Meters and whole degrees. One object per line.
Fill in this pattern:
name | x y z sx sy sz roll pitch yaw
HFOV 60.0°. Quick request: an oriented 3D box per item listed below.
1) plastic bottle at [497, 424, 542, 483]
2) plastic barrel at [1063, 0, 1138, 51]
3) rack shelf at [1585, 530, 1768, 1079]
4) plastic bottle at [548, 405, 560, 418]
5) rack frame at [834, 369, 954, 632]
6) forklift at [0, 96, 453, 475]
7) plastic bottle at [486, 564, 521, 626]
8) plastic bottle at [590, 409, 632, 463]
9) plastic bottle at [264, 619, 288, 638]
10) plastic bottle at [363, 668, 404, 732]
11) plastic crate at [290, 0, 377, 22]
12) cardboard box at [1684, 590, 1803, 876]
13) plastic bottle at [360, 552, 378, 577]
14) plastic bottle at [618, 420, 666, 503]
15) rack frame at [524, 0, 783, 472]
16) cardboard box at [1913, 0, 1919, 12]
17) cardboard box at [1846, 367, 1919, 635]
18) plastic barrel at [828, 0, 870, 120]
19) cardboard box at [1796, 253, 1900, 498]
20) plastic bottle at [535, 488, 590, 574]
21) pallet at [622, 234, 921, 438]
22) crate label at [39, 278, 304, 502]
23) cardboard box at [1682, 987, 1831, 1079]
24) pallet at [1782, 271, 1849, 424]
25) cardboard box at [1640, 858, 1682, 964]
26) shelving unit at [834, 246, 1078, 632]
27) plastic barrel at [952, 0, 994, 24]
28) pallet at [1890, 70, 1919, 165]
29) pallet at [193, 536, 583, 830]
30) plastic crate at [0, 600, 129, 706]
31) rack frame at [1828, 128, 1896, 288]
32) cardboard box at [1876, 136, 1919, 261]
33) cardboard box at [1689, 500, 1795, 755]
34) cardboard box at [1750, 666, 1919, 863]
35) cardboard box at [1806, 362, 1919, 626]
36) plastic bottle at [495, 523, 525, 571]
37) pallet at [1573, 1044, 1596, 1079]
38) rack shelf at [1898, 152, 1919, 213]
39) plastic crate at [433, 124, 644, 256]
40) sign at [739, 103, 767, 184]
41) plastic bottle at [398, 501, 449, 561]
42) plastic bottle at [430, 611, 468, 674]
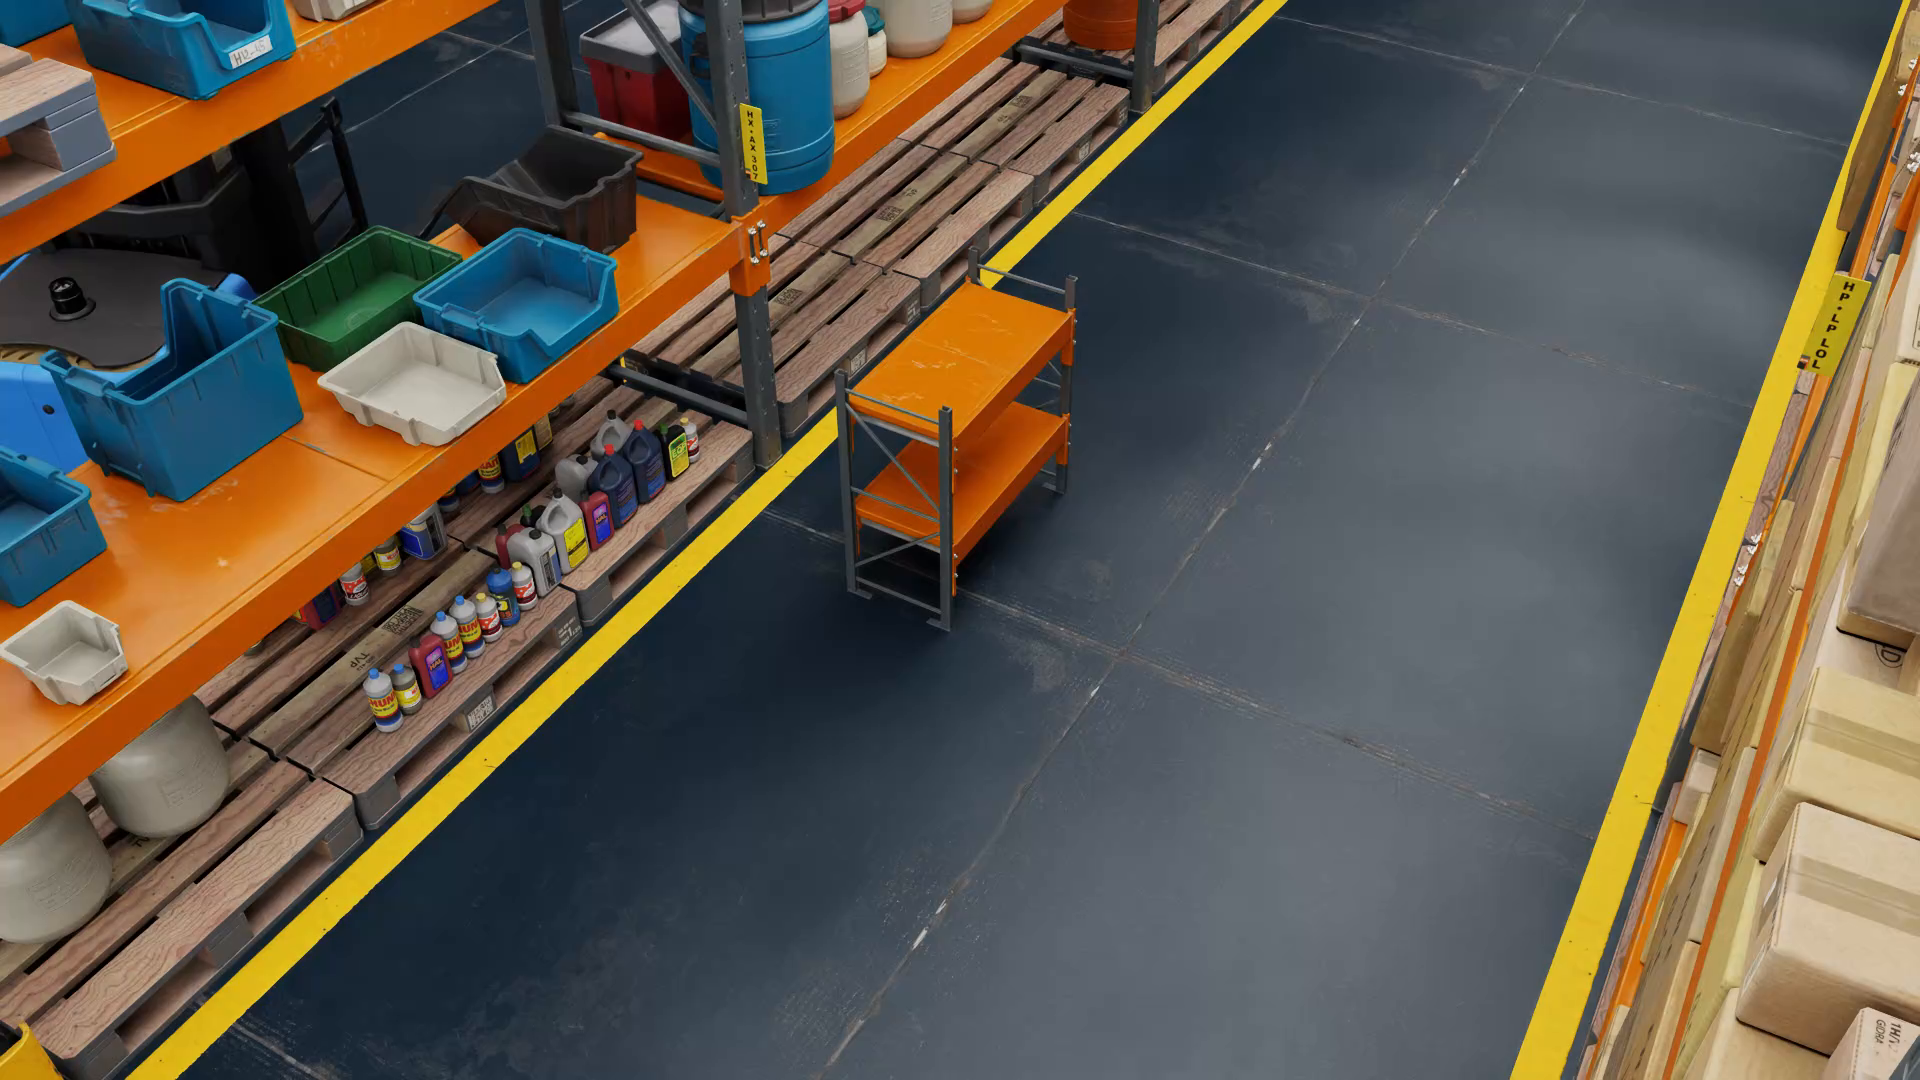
plastic bottle | -1.921 -0.438 7.149 0.144 0.351 0.185 21 45 22
plastic barrel | 0.949 -3.557 10.344 0.600 0.830 0.708 21 45 22
rack shelf | 2.005 1.413 3.920 1.077 0.370 4.000 21 45 22
plastic bottle | -1.872 -0.659 7.513 0.097 0.201 0.097 0 41 0
rack frame | -0.251 -0.135 6.552 0.500 1.125 0.032 21 45 22
forklift | -3.345 -1.915 7.207 1.130 2.935 3.031 6 42 7
plastic bottle | -1.784 0.204 6.480 0.097 0.271 0.097 0 41 0
plastic bottle | -1.480 -0.394 7.100 0.144 0.351 0.185 21 45 22
plastic bottle | -2.702 0.235 6.436 0.061 0.283 0.133 22 46 23
plastic bottle | -2.107 0.574 6.060 0.097 0.271 0.097 0 41 0
plastic crate | -1.736 -1.614 4.743 0.243 0.136 0.396 21 45 22
cardboard box | 1.820 0.510 3.344 0.500 0.500 0.500 21 45 22
plastic bottle | -2.446 -0.028 6.684 0.144 0.351 0.185 23 46 24
plastic bottle | -1.355 -0.347 7.045 0.144 0.351 0.185 20 45 21
rack frame | -1.282 -1.639 6.842 1.000 3.000 0.127 21 45 22
cardboard box | 5.824 -2.546 9.161 1.225 0.875 0.875 21 46 22
cardboard box | 1.561 -0.146 2.197 0.500 0.500 0.500 21 45 22
plastic barrel | -0.614 -2.165 7.336 0.433 0.535 0.433 0 41 0
cardboard box | 2.561 -0.352 4.323 0.500 0.500 0.500 21 45 22
plastic bottle | -1.613 -0.052 6.711 0.144 0.351 0.185 21 45 22
pallet | -0.923 -1.055 8.288 1.003 0.211 1.213 21 45 22
crate label | -2.597 -0.507 5.529 0.502 0.435 0.616 21 45 22
cardboard box | 1.025 0.858 1.850 0.500 0.250 0.500 22 46 23
pallet | 4.615 -0.797 7.995 1.003 0.211 1.213 21 45 22
cardboard box | 1.899 0.979 4.059 0.380 0.149 0.250 21 45 22
shelving unit | 0.003 -0.426 6.883 0.538 1.125 1.048 21 45 22
plastic barrel | -0.030 -2.833 8.094 0.433 0.535 0.433 0 41 0
pallet | 4.743 -1.775 7.141 1.213 0.211 1.003 21 45 22
pallet | -2.264 0.478 6.547 1.003 0.211 1.213 21 45 22
plastic crate | -2.558 0.343 4.791 0.298 0.136 0.250 21 45 22
rack frame | 5.007 -2.290 7.581 1.000 3.000 0.127 21 45 22
cardboard box | 3.793 -1.220 5.970 0.797 0.503 0.637 26 47 26
cardboard box | 2.446 0.361 4.270 0.875 0.500 0.500 21 45 22
cardboard box | 1.252 0.352 2.123 0.380 0.149 0.250 21 46 22
cardboard box | 1.784 -0.009 2.834 0.500 0.250 0.500 20 45 21
plastic bottle | -1.790 0.030 6.669 0.061 0.283 0.133 21 45 22
pallet | 2.091 2.142 4.658 1.003 0.211 1.213 21 45 22
rack shelf | 4.007 -2.002 5.528 1.077 0.370 4.000 21 45 22
plastic crate | -1.655 -1.359 6.570 0.767 0.338 0.504 21 45 22
sign | -0.812 -1.555 6.537 0.100 0.325 0.005 21 45 22
plastic bottle | -2.212 -0.072 6.790 0.152 0.276 0.135 21 45 22
plastic bottle | -1.935 0.378 6.283 0.097 0.271 0.097 0 41 0
